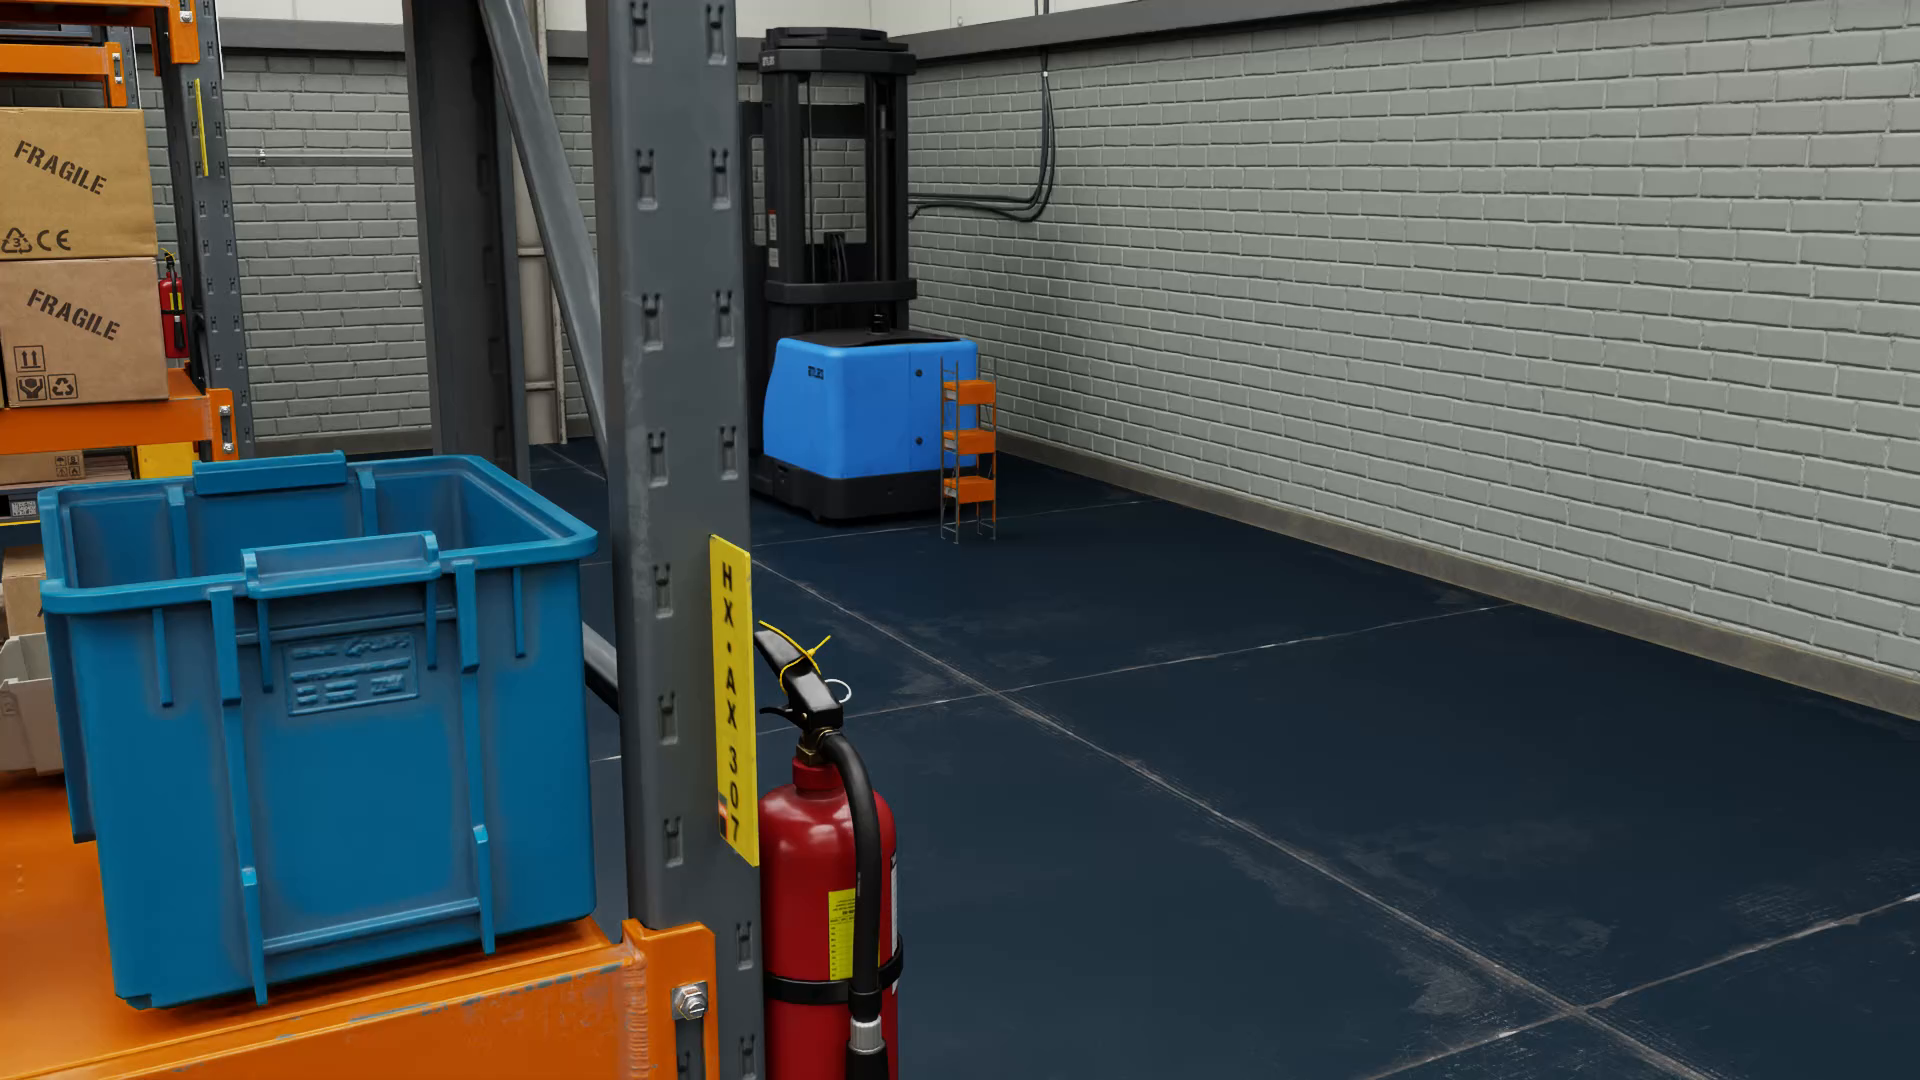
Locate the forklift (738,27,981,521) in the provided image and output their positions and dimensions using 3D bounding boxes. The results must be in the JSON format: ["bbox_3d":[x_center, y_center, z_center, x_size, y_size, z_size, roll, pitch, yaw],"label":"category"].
[{"bbox_3d":[-1.032,-1.821,11.024,1.130,2.935,3.031,-7,14,-28],"label":"forklift"}]

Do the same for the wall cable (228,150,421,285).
[{"bbox_3d":[-4.583,-2.584,11.946,1.851,1.984,0.084,-7,14,-28],"label":"wall cable"}]

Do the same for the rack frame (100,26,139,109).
[{"bbox_3d":[-5.253,-1.771,10.649,0.127,3.000,1.000,-7,14,-28],"label":"rack frame"}]

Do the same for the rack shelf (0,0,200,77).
[{"bbox_3d":[-4.632,-1.719,5.223,4.000,0.370,1.077,-7,14,-28],"label":"rack shelf"}]

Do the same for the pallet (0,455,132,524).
[{"bbox_3d":[-5.918,-0.312,10.514,1.213,0.211,1.003,-7,14,-28],"label":"pallet"}]

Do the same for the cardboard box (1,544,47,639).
[{"bbox_3d":[-3.236,0.292,6.169,0.500,0.500,0.500,-7,14,-28],"label":"cardboard box"}]

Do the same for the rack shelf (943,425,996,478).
[{"bbox_3d":[0.047,-0.507,9.521,0.240,0.259,0.215,-7,14,-28],"label":"rack shelf"}]

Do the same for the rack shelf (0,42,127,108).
[{"bbox_3d":[-7.009,-2.673,9.463,4.000,0.370,1.077,-7,14,-28],"label":"rack shelf"}]

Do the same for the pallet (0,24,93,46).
[{"bbox_3d":[-5.899,-3.112,9.973,1.213,0.211,1.003,-7,14,-28],"label":"pallet"}]

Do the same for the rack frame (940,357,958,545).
[{"bbox_3d":[-0.060,-0.505,9.462,0.008,1.050,0.200,-7,14,-28],"label":"rack frame"}]

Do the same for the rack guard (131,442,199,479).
[{"bbox_3d":[-5.232,-0.554,10.934,0.348,0.500,1.175,-7,14,-28],"label":"rack guard"}]

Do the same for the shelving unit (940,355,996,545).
[{"bbox_3d":[0.047,-0.518,9.519,0.252,1.050,0.215,-7,14,-28],"label":"shelving unit"}]

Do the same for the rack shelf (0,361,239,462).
[{"bbox_3d":[-4.632,-0.256,5.552,4.000,0.370,1.077,-7,14,-28],"label":"rack shelf"}]

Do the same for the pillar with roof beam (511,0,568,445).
[{"bbox_3d":[-1.235,-4.319,8.306,0.400,9.000,9.100,-7,14,-28],"label":"pillar with roof beam"}]

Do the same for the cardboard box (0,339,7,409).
[{"bbox_3d":[-3.593,-0.711,5.709,0.500,0.500,0.500,-7,14,-27],"label":"cardboard box"}]

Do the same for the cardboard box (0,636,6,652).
[{"bbox_3d":[-3.634,0.480,6.094,0.250,0.166,0.380,-7,14,-28],"label":"cardboard box"}]

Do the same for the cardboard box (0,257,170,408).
[{"bbox_3d":[-3.139,-0.766,5.955,0.500,0.500,0.500,-6,14,-26],"label":"cardboard box"}]

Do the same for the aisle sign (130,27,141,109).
[{"bbox_3d":[-5.046,-2.989,10.140,0.004,0.787,0.394,-7,14,-28],"label":"aisle sign"}]

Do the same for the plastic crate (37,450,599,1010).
[{"bbox_3d":[-0.711,0.162,1.838,0.499,0.435,0.616,-7,14,-28],"label":"plastic crate"}]

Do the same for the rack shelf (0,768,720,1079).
[{"bbox_3d":[-2.262,0.699,1.309,4.000,0.370,1.077,-7,14,-28],"label":"rack shelf"}]

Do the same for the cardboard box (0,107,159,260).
[{"bbox_3d":[-3.135,-1.254,5.844,0.500,0.500,0.500,-7,14,-28],"label":"cardboard box"}]

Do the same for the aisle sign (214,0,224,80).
[{"bbox_3d":[-2.670,-2.034,5.893,0.004,0.787,0.394,-7,14,-28],"label":"aisle sign"}]

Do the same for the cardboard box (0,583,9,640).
[{"bbox_3d":[-3.929,0.365,6.417,0.500,0.250,0.500,-7,14,-28],"label":"cardboard box"}]

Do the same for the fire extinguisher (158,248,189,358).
[{"bbox_3d":[-4.900,-1.479,10.373,0.183,0.674,0.296,-7,14,-28],"label":"fire extinguisher"}]

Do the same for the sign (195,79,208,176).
[{"bbox_3d":[-2.628,-1.427,5.762,0.005,0.325,0.100,-7,14,-28],"label":"sign"}]

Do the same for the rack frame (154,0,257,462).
[{"bbox_3d":[-2.877,-0.817,6.408,0.127,3.000,1.000,-7,14,-28],"label":"rack frame"}]

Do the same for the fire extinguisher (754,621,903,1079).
[{"bbox_3d":[-0.156,0.429,1.896,0.183,0.674,0.296,-7,14,-28],"label":"fire extinguisher"}]

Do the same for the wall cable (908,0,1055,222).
[{"bbox_3d":[-0.118,-3.709,12.669,0.112,2.526,3.097,-7,14,-28],"label":"wall cable"}]

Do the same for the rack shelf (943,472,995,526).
[{"bbox_3d":[0.047,-0.236,9.582,0.240,0.259,0.215,-7,14,-28],"label":"rack shelf"}]

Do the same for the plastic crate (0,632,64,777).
[{"bbox_3d":[-1.202,0.217,2.275,0.298,0.136,0.250,-7,14,-28],"label":"plastic crate"}]

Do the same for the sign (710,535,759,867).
[{"bbox_3d":[-0.229,0.162,1.684,0.005,0.325,0.100,-7,14,-28],"label":"sign"}]

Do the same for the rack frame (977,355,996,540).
[{"bbox_3d":[0.154,-0.531,9.576,0.008,1.050,0.200,-7,14,-28],"label":"rack frame"}]

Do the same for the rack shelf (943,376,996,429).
[{"bbox_3d":[0.047,-0.784,9.459,0.240,0.259,0.215,-7,14,-28],"label":"rack shelf"}]

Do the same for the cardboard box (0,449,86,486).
[{"bbox_3d":[-5.820,-0.664,10.464,0.500,0.500,0.700,-7,14,-28],"label":"cardboard box"}]
